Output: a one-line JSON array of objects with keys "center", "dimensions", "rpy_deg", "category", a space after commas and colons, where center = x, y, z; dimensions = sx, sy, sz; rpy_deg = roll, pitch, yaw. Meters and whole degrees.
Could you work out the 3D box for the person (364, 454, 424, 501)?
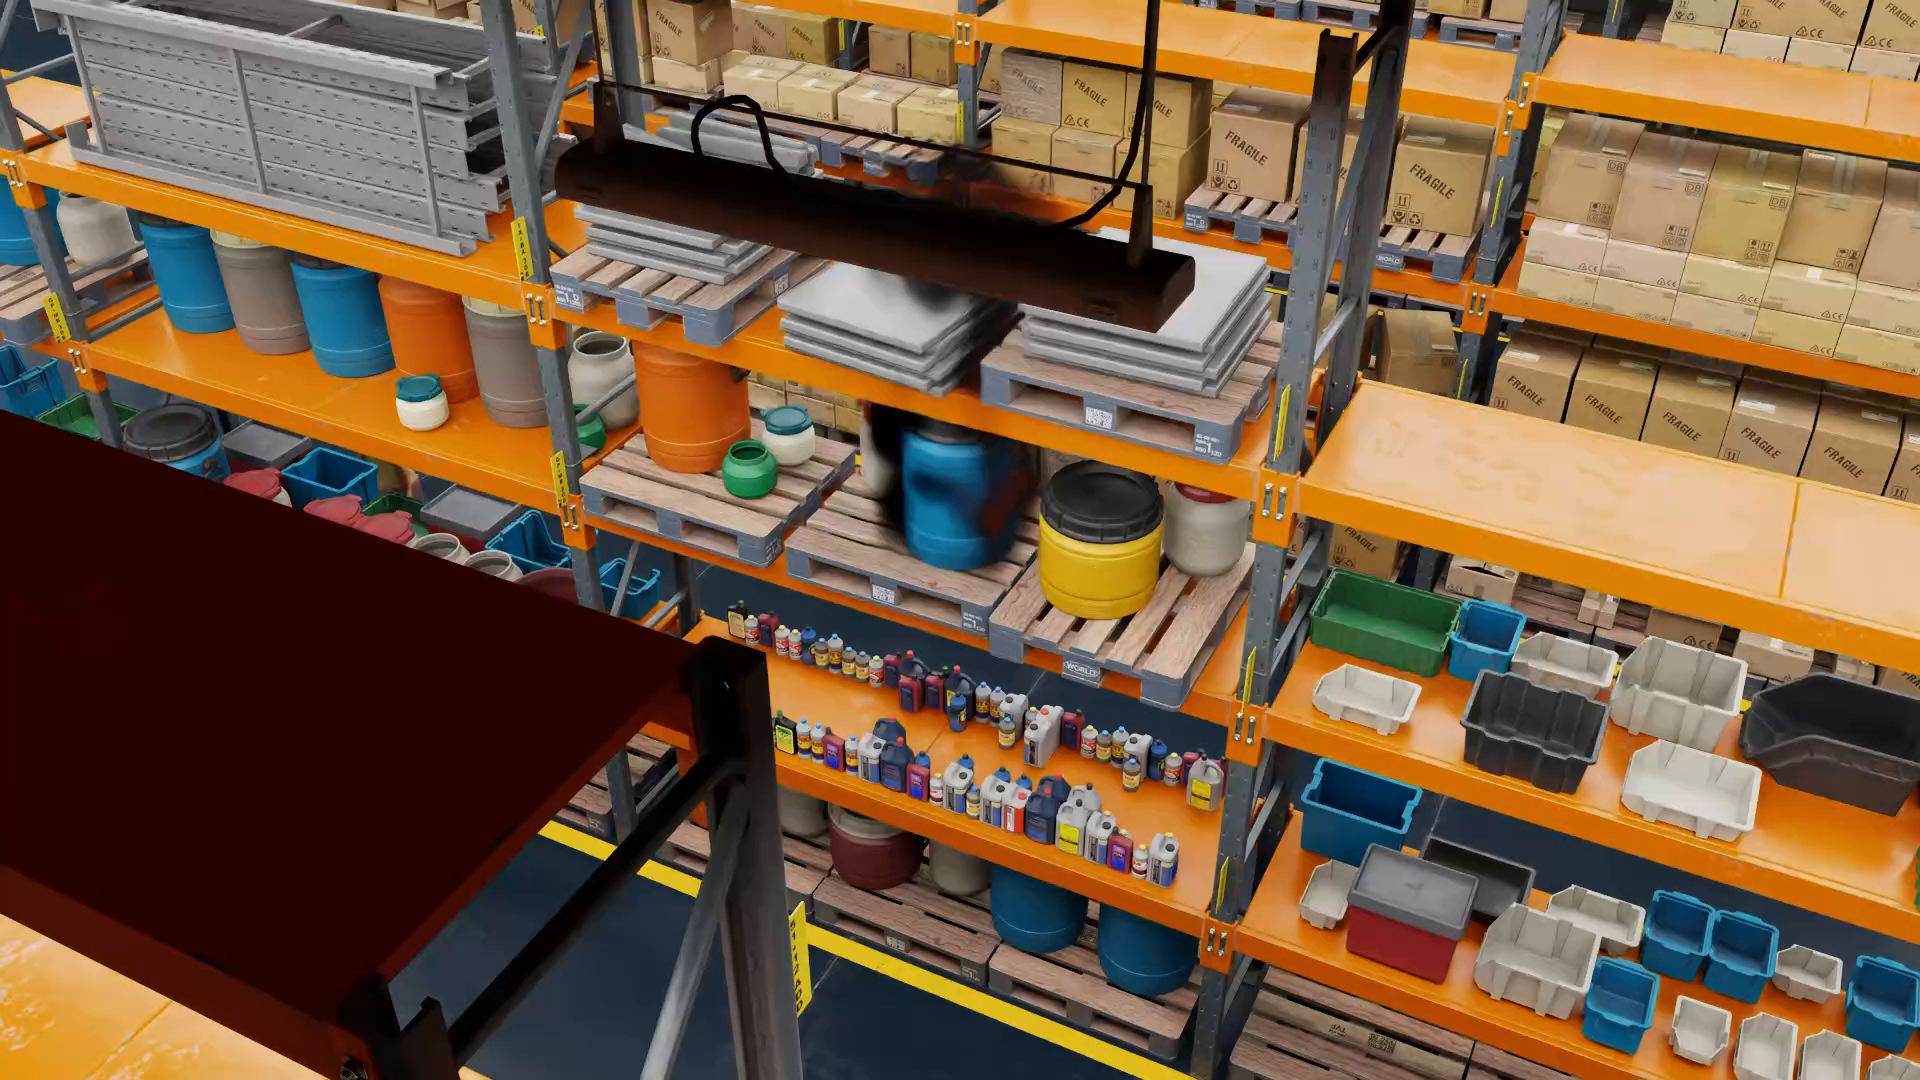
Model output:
[{"center": [-4.467, -0.357, 13.068], "dimensions": [0.450, 1.337, 0.640], "rpy_deg": [-4, 35, -6], "category": "person"}]
